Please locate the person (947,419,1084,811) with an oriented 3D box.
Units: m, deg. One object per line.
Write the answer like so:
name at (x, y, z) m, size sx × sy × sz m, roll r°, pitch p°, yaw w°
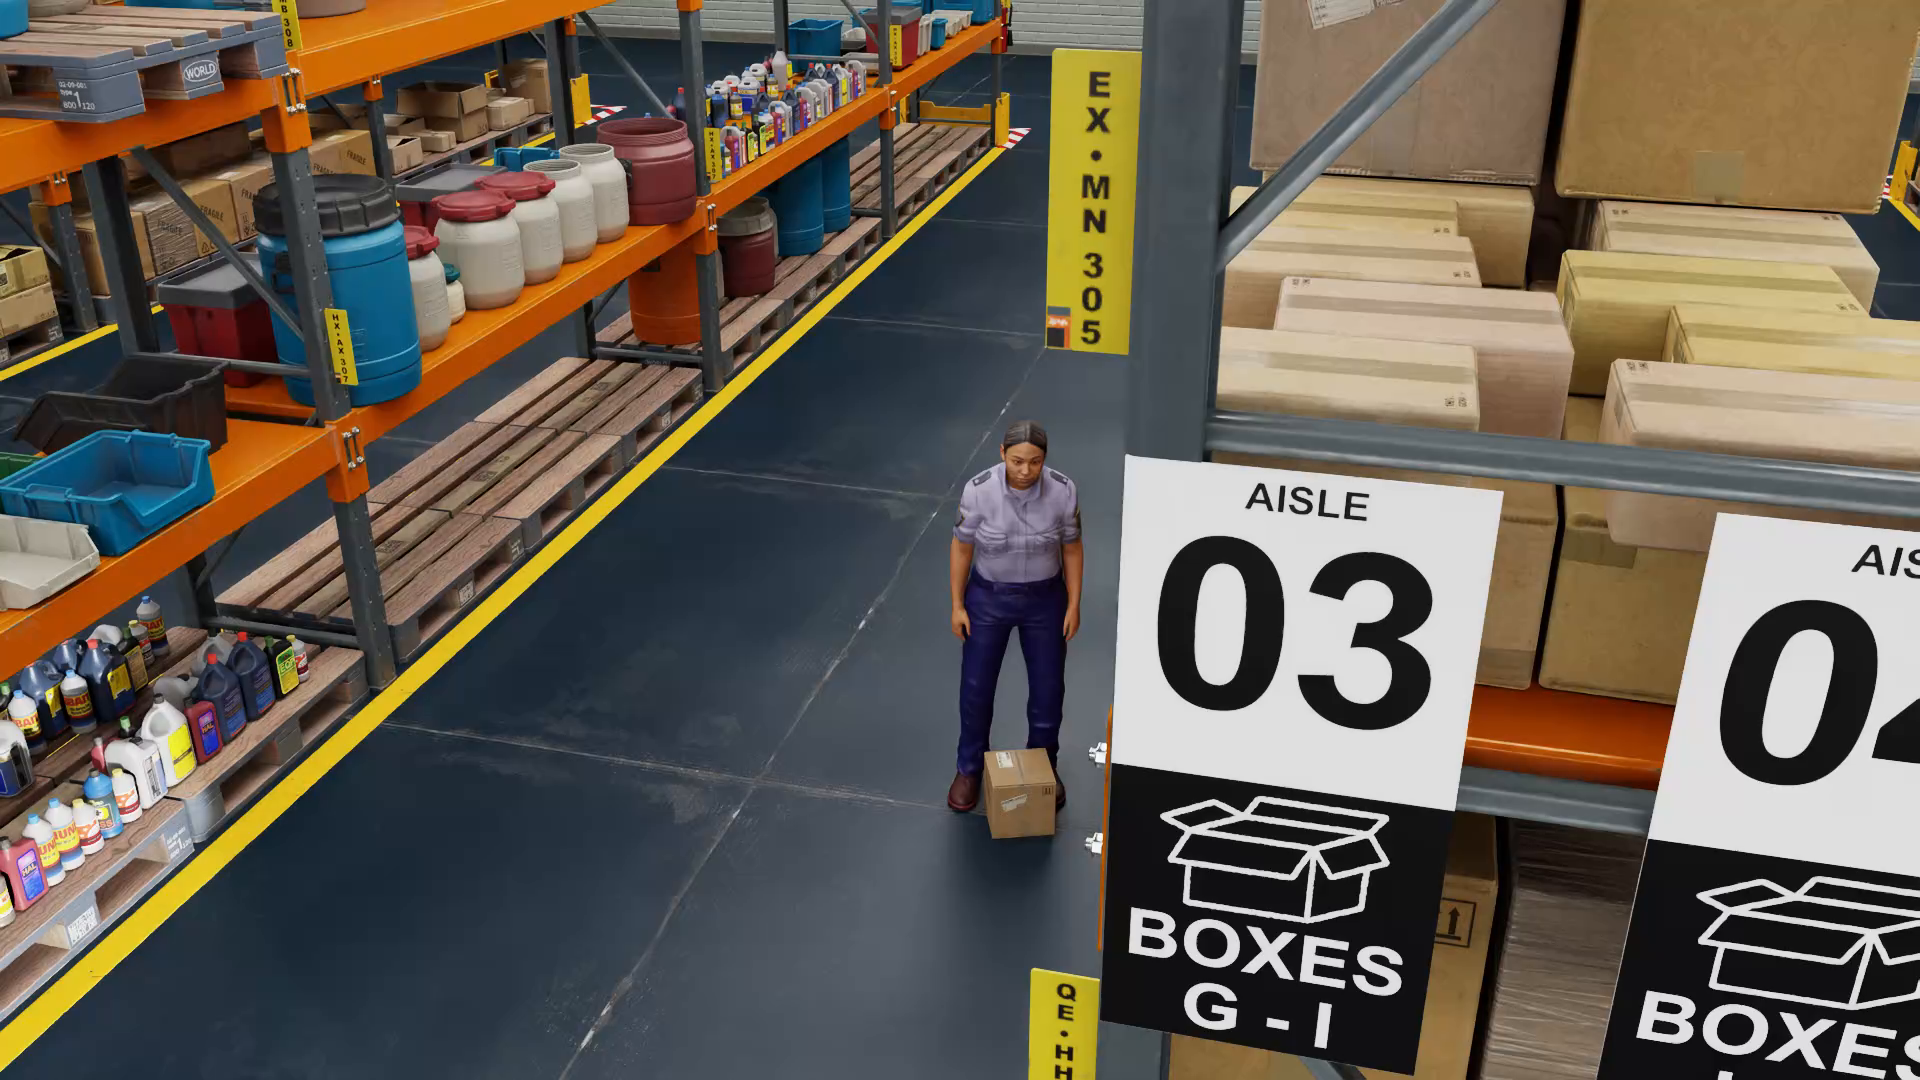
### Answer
person at (0.213, 0.275, 6.543) m, size 0.535 × 1.651 × 0.378 m, roll -1°, pitch 25°, yaw -1°
